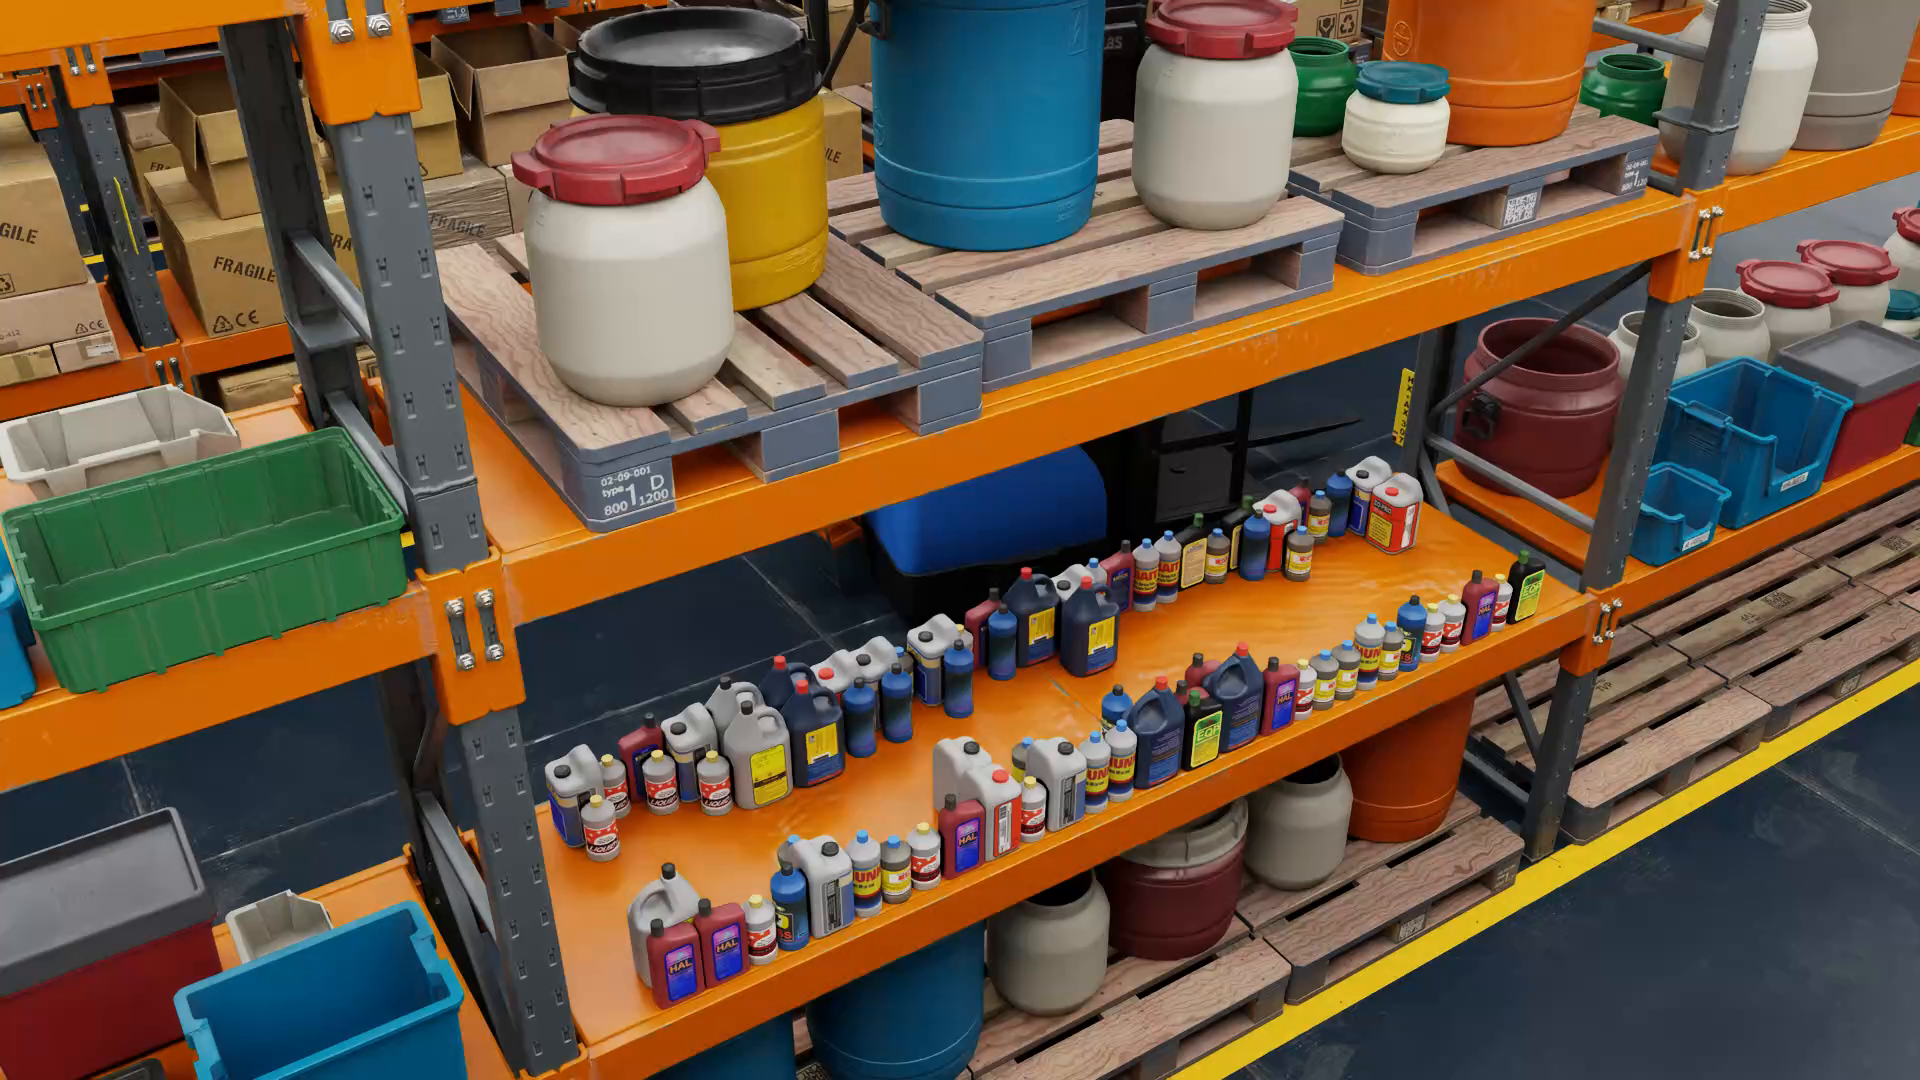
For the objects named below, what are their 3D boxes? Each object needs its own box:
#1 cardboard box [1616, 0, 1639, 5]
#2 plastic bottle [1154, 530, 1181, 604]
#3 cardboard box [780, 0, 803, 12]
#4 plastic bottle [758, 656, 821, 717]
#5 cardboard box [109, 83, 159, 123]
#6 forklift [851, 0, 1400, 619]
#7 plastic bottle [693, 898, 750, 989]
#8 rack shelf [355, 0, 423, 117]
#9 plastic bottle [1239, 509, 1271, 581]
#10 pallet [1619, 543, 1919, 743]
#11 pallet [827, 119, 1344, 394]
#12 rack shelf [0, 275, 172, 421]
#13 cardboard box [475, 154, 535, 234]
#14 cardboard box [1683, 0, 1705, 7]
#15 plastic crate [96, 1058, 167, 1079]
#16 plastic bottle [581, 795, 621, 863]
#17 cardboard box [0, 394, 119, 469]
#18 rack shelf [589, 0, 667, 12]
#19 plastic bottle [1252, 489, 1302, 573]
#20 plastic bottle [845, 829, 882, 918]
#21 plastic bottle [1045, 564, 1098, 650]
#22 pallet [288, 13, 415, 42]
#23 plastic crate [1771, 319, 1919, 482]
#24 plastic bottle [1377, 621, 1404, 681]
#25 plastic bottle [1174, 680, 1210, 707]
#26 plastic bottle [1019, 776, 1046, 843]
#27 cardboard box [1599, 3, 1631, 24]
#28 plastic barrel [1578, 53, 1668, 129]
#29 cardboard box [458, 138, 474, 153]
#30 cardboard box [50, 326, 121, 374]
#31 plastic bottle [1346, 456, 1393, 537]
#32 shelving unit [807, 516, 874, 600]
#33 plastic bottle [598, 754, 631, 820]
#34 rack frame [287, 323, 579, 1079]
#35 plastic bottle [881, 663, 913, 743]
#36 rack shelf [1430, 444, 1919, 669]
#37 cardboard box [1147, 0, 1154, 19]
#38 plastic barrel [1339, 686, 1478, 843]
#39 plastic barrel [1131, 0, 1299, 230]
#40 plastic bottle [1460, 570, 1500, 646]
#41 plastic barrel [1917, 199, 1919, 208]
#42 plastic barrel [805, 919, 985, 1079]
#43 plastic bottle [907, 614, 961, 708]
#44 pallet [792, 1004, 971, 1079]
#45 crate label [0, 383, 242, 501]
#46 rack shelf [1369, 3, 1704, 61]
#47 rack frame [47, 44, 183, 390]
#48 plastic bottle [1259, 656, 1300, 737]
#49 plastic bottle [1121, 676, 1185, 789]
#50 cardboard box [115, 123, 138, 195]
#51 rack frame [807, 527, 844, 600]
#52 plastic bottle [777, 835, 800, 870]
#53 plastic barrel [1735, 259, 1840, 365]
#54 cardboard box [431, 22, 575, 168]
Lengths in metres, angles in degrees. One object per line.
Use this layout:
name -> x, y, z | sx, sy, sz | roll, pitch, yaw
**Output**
cardboard box -> 4.845, -4.437, 12.601 | 0.500, 0.500, 0.875 | -19, 37, -27
plastic bottle -> 0.734, 0.089, 5.918 | 0.097, 0.271, 0.097 | 0, 32, 0
cardboard box -> -1.912, -4.296, 14.465 | 0.750, 0.750, 1.050 | -18, 37, -27
plastic bottle -> -0.531, 0.505, 5.184 | 0.185, 0.351, 0.144 | -19, 37, -27
cardboard box -> -6.079, -3.290, 12.401 | 0.500, 0.250, 0.500 | -20, 37, -29
forklift -> 0.969, -1.328, 8.107 | 3.031, 2.935, 1.130 | -11, 34, -17
plastic bottle -> -0.630, 1.046, 4.389 | 0.133, 0.283, 0.061 | -19, 37, -27
rack shelf -> 0.399, -1.692, 4.047 | 4.000, 0.370, 1.077 | -19, 37, -27
plastic bottle -> 1.073, 0.011, 6.042 | 0.097, 0.271, 0.097 | 0, 32, 0
pallet -> 3.777, 0.416, 7.892 | 1.213, 0.211, 1.003 | -19, 37, -27
pallet -> 0.276, -0.838, 4.633 | 1.213, 0.211, 1.003 | -19, 37, -27
rack shelf -> -5.646, -0.388, 7.228 | 4.000, 0.370, 1.077 | -19, 37, -27
cardboard box -> -2.169, -1.776, 8.660 | 0.500, 0.500, 0.500 | -18, 37, -26
cardboard box -> 5.600, -4.291, 12.976 | 0.250, 0.149, 0.380 | -19, 37, -27
plastic crate -> -2.077, 1.485, 3.785 | 0.590, 0.125, 0.437 | -19, 37, -27
plastic bottle -> -1.042, 0.826, 4.815 | 0.097, 0.201, 0.097 | 0, 32, 0
cardboard box -> -4.563, -0.395, 8.162 | 0.875, 0.875, 0.875 | -19, 37, -27
rack shelf -> -1.525, -4.954, 14.467 | 4.000, 0.370, 1.077 | -19, 37, -27
plastic bottle -> 1.152, -0.040, 6.118 | 0.135, 0.276, 0.152 | -19, 37, -27
plastic bottle -> -0.266, 0.915, 4.609 | 0.097, 0.271, 0.097 | 0, 32, 0
plastic bottle -> 0.376, 0.228, 5.694 | 0.135, 0.276, 0.152 | -19, 37, -27
pallet -> -4.847, -4.009, 12.473 | 1.213, 0.211, 1.003 | -19, 37, -27
plastic crate -> 3.604, -0.563, 6.771 | 0.583, 0.464, 0.402 | -19, 37, -27
plastic bottle -> 1.425, 0.363, 5.550 | 0.097, 0.201, 0.097 | 0, 32, 0
plastic bottle -> 0.710, 0.547, 5.181 | 0.133, 0.283, 0.061 | -19, 37, -27
plastic bottle -> 0.204, 0.783, 4.884 | 0.097, 0.201, 0.097 | 0, 32, 0
cardboard box -> 4.789, -3.978, 12.480 | 0.250, 0.149, 0.380 | -19, 37, -27
plastic barrel -> 2.260, -1.503, 5.656 | 0.294, 0.245, 0.294 | 0, 32, 0
cardboard box -> -2.865, -1.865, 8.801 | 0.500, 0.500, 0.500 | -19, 37, -28
cardboard box -> -4.044, -0.929, 7.647 | 0.250, 0.149, 0.380 | -19, 37, -27
plastic bottle -> 1.541, -0.173, 6.330 | 0.135, 0.276, 0.152 | -19, 37, -27
shelving unit -> -0.657, -0.263, 8.028 | 0.189, 1.200, 0.258 | -29, 41, -23
plastic bottle -> -1.043, 0.730, 4.968 | 0.097, 0.201, 0.097 | 0, 32, 0
rack frame -> -1.282, 0.950, 4.432 | 0.127, 3.000, 1.000 | -19, 37, -27
plastic bottle -> -0.198, 0.506, 5.257 | 0.097, 0.271, 0.097 | 0, 32, 0
rack shelf -> 3.761, -0.480, 7.373 | 4.000, 0.370, 1.077 | -19, 37, -27
cardboard box -> 1.352, -3.262, 10.619 | 0.637, 0.503, 0.797 | -15, 35, -22
plastic barrel -> 1.678, 0.683, 6.496 | 0.708, 0.830, 0.600 | -19, 37, -27
plastic barrel -> 0.672, -1.130, 4.397 | 0.433, 0.535, 0.433 | 0, 32, 0
plastic bottle -> 1.777, 0.218, 5.702 | 0.133, 0.283, 0.061 | -19, 37, -27
plastic barrel -> 4.953, -1.598, 8.003 | 0.708, 0.901, 0.600 | -19, 37, -27
plastic barrel -> -0.220, 1.306, 5.441 | 0.708, 0.901, 0.600 | -19, 37, -27
plastic bottle -> -0.087, 0.387, 5.442 | 0.135, 0.276, 0.152 | -19, 37, -27
pallet -> -0.611, 1.925, 5.500 | 1.213, 0.211, 1.003 | -19, 37, -27
crate label -> -1.850, -0.195, 3.683 | 0.466, 0.136, 0.293 | -19, 37, -27
rack shelf -> 4.440, -3.857, 12.727 | 4.000, 0.370, 1.077 | -19, 37, -27
rack frame -> -3.965, -1.271, 7.953 | 0.127, 3.000, 1.000 | -19, 37, -27
plastic bottle -> 1.011, 0.482, 5.284 | 0.133, 0.283, 0.061 | -19, 37, -27
plastic bottle -> 0.587, 0.573, 5.077 | 0.185, 0.351, 0.144 | -19, 37, -27
cardboard box -> -6.082, -2.971, 12.598 | 0.500, 0.500, 0.500 | -20, 37, -28
rack frame -> -0.730, -0.223, 7.992 | 0.006, 1.200, 0.240 | -29, 41, -23
plastic bottle -> -0.462, 0.915, 4.674 | 0.097, 0.201, 0.097 | 0, 32, 0
plastic barrel -> 3.539, -0.904, 7.245 | 0.433, 0.535, 0.433 | 0, 32, 0
cardboard box -> -2.336, -2.306, 8.559 | 0.637, 0.503, 0.797 | -18, 36, -26
